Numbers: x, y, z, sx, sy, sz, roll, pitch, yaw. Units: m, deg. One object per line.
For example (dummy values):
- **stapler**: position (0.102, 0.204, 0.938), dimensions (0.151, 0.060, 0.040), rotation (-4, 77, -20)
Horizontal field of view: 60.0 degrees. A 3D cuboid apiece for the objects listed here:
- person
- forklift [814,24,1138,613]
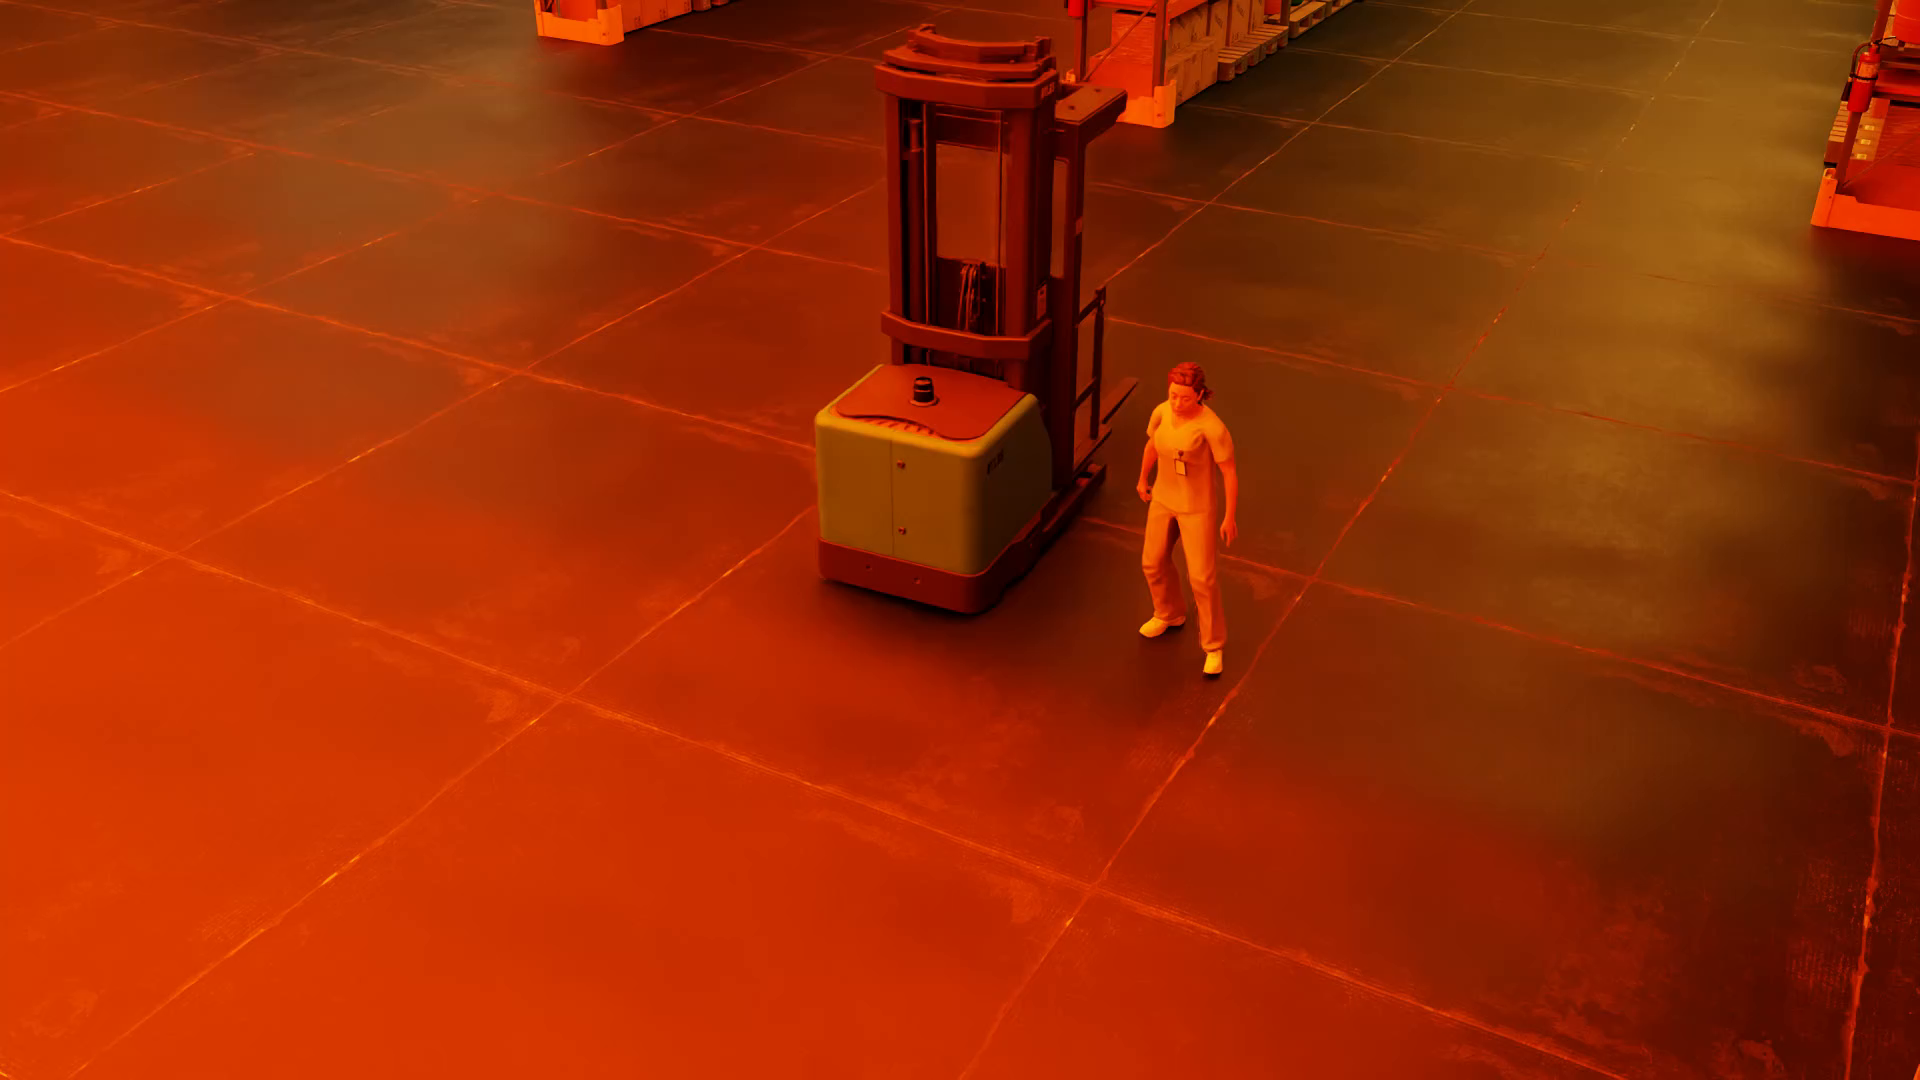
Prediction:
- **person**: position (1.187, -0.171, 8.657), dimensions (0.745, 1.648, 0.366), rotation (25, 38, 36)
- **forklift**: position (0.277, -1.580, 9.809), dimensions (1.130, 2.935, 3.031), rotation (13, 33, 22)
